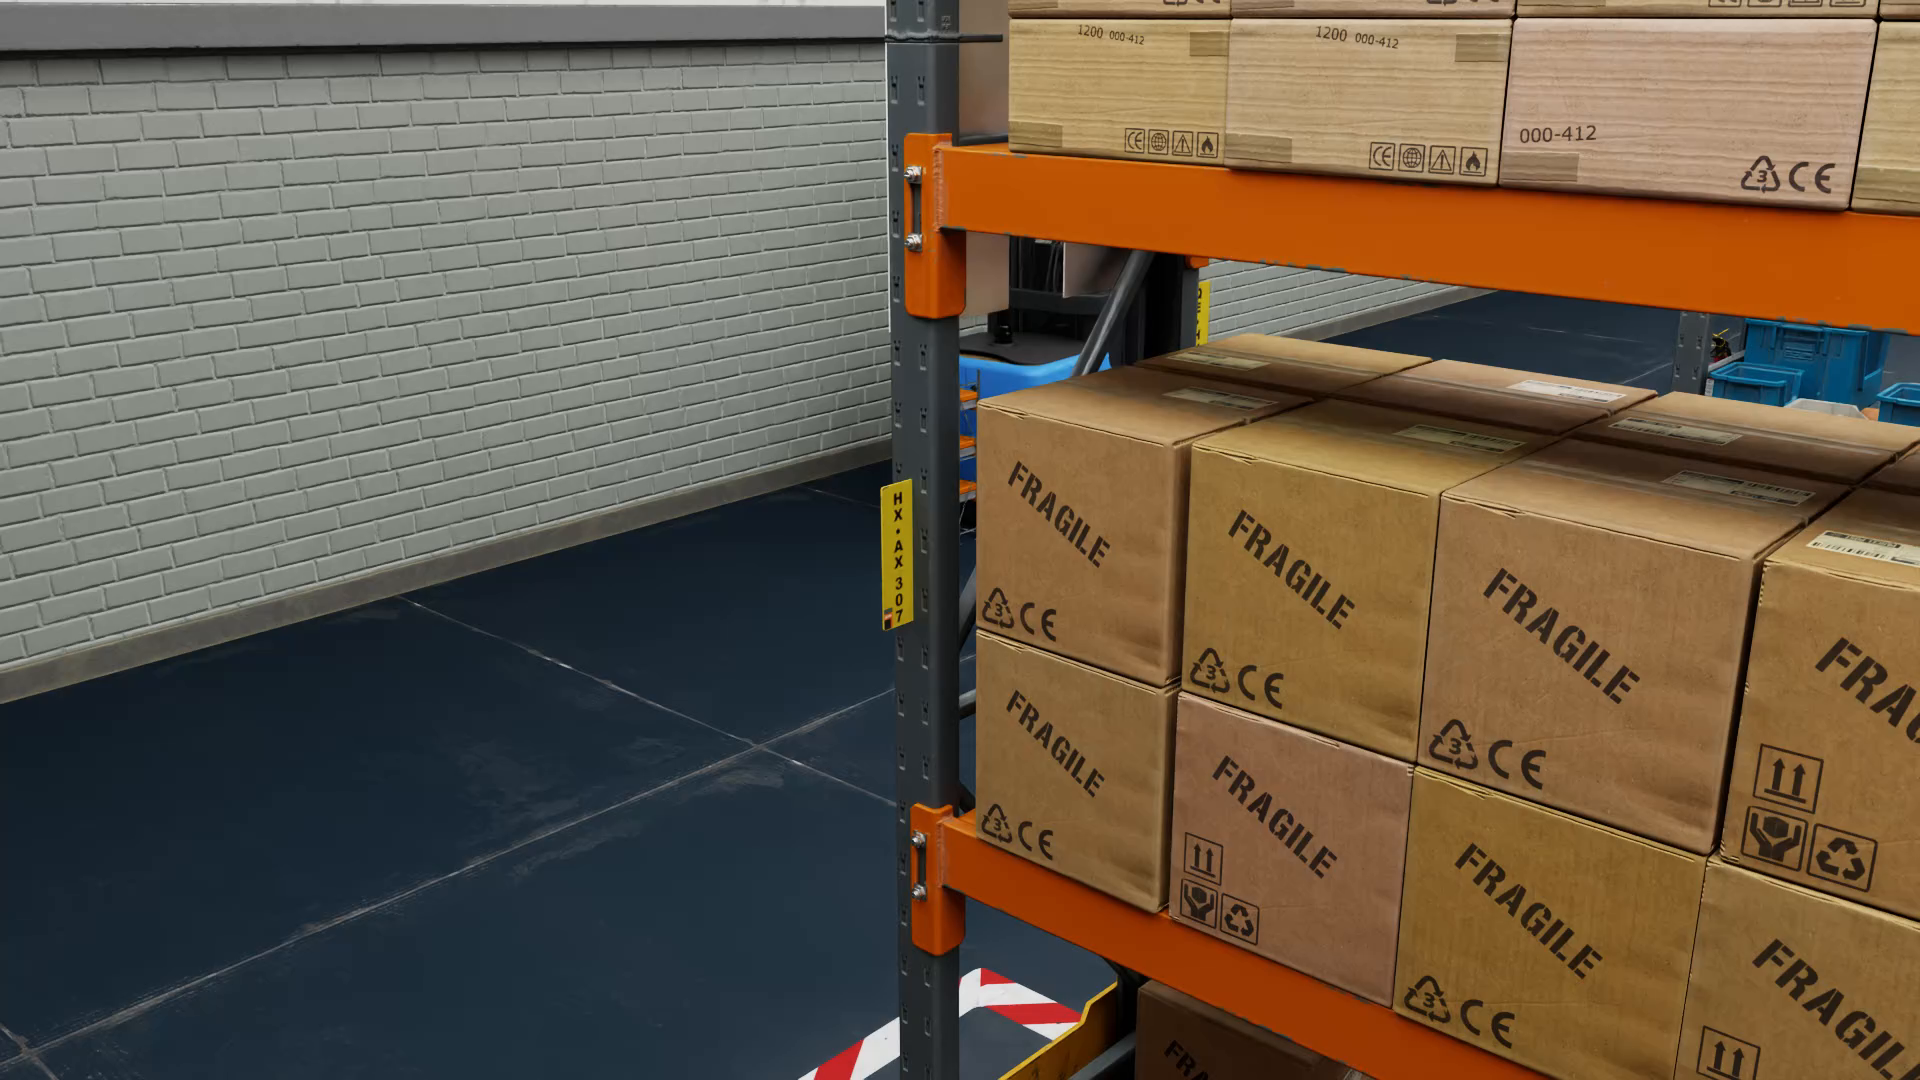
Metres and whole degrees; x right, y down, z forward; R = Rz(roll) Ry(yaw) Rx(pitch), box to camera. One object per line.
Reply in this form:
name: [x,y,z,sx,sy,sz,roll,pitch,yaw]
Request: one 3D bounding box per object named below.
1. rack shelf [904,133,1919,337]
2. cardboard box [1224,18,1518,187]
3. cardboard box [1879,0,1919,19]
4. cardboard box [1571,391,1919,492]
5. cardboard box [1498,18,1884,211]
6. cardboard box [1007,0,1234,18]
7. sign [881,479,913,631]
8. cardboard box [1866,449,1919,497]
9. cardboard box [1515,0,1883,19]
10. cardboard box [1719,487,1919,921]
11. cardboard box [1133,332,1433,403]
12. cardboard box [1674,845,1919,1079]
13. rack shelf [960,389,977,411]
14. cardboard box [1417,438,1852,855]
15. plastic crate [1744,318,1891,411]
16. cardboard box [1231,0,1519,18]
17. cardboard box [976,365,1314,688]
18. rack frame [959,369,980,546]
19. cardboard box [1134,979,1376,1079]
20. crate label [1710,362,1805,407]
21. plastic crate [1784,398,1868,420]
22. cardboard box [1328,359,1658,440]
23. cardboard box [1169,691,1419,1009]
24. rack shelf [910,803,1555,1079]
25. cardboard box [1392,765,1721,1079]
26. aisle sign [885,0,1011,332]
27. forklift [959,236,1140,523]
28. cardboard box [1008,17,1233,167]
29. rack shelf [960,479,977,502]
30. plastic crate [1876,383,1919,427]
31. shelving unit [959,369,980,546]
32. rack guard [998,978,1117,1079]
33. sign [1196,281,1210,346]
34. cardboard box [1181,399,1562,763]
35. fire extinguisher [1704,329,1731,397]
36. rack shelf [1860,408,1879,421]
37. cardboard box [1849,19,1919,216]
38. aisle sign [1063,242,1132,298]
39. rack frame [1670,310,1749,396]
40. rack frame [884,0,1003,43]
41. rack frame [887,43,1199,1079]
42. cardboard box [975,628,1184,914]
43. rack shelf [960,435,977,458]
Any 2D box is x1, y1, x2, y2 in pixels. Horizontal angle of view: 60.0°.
rack shelf: [1.722,-0.363,2.526,4.000,0.370,1.077,15,23,39]
cardboard box: [0.807,-0.772,2.873,0.500,0.250,0.500,15,23,39]
cardboard box: [1.557,-0.810,2.167,0.500,0.250,0.500,15,23,39]
cardboard box: [1.511,0.030,3.241,0.500,0.500,0.500,16,24,41]
cardboard box: [1.182,-0.672,2.558,0.500,0.250,0.500,15,23,39]
cardboard box: [0.438,-1.112,3.119,0.500,0.250,0.500,15,23,39]
sign: [-0.134,0.033,3.618,0.005,0.325,0.100,15,23,39]
cardboard box: [1.895,0.133,2.916,0.500,0.500,0.500,16,24,41]
cardboard box: [1.185,-0.911,2.486,0.500,0.250,0.500,15,23,39]
cardboard box: [1.531,0.254,2.535,0.500,0.500,0.500,15,23,39]
cardboard box: [0.742,-0.174,3.884,0.500,0.500,0.500,15,23,39]
cardboard box: [1.519,0.728,2.693,0.500,0.500,0.500,15,23,40]
rack shelf: [-0.040,-0.772,9.904,0.240,0.259,0.215,15,23,39]
cardboard box: [1.150,0.152,2.856,0.500,0.500,0.500,15,23,40]
plastic crate: [3.891,-0.818,7.572,0.499,0.435,0.616,15,23,39]
cardboard box: [0.807,-1.010,2.797,0.500,0.250,0.500,15,23,39]
cardboard box: [0.383,-0.053,3.501,0.500,0.500,0.500,16,24,41]
rack frame: [0.051,-0.487,9.910,0.008,1.050,0.200,15,23,39]
cardboard box: [0.796,1.358,4.279,0.500,0.500,0.500,15,23,39]
crate label: [3.483,-0.622,7.290,0.303,0.233,0.416,15,23,39]
plastic crate: [3.668,-0.493,7.043,0.298,0.136,0.250,15,23,39]
cardboard box: [1.120,-0.073,3.565,0.500,0.500,0.500,16,24,41]
cardboard box: [0.773,0.526,3.330,0.500,0.500,0.500,15,23,39]
rack shelf: [1.722,1.067,2.980,4.000,0.370,1.077,15,23,39]
cardboard box: [1.146,0.628,3.010,0.500,0.500,0.500,15,23,39]
aisle sign: [-0.020,-0.864,3.577,0.004,0.787,0.394,15,23,39]
forklift: [0.929,-1.818,10.995,1.130,2.935,3.031,13,22,34]
cardboard box: [0.442,-0.875,3.199,0.500,0.250,0.500,15,23,39]
rack shelf: [-0.040,-0.236,10.074,0.240,0.259,0.215,15,23,39]
plastic crate: [3.976,-0.490,6.874,0.300,0.233,0.416,15,23,39]
shelving unit: [-0.040,-0.511,9.987,0.252,1.050,0.215,15,23,39]
rack guard: [0.283,1.529,4.466,0.348,0.500,1.175,15,23,39]
sign: [0.610,-0.501,4.296,0.005,0.325,0.100,15,23,39]
cardboard box: [0.779,0.050,3.176,0.500,0.500,0.500,15,23,40]
fire extinguisher: [3.706,-0.716,8.153,0.183,0.674,0.296,15,23,39]
rack shelf: [5.013,-0.053,6.509,4.000,0.370,1.077,15,23,39]
cardboard box: [1.560,-0.573,2.246,0.500,0.250,0.500,15,23,39]
aisle sign: [0.379,-0.999,4.004,0.004,0.787,0.394,15,23,39]
rack frame: [3.517,-0.797,7.665,0.127,3.000,1.000,15,23,39]
rack frame: [0.226,-2.537,3.229,0.127,3.000,1.000,15,23,39]
rack frame: [0.226,0.323,4.136,0.127,3.000,1.000,15,23,39]
cardboard box: [0.383,0.424,3.652,0.500,0.500,0.500,16,23,40]
rack shelf: [-0.040,-0.501,9.990,0.240,0.259,0.215,15,23,39]
